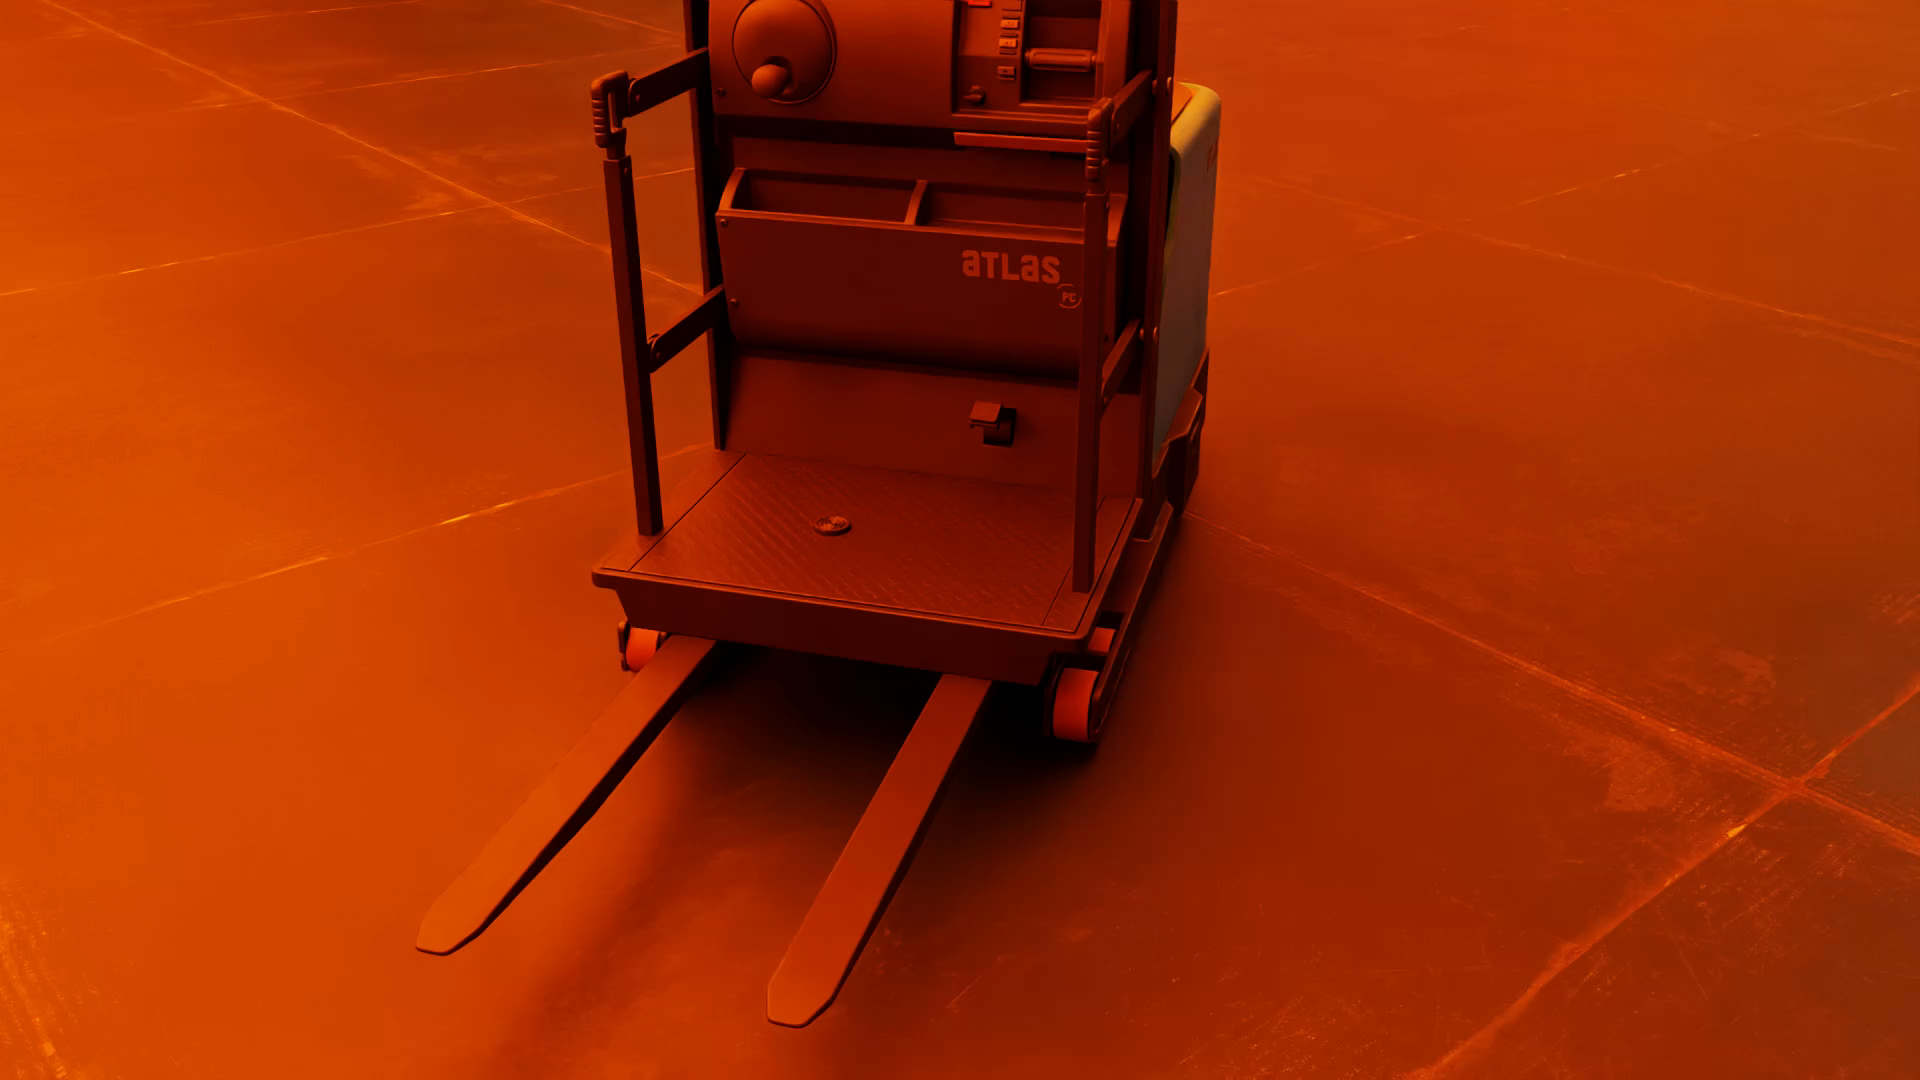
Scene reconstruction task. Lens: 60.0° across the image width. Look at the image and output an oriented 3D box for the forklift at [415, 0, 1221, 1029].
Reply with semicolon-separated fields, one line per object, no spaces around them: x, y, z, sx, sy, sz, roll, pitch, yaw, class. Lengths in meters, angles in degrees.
-0.147;-1.064;3.348;1.130;2.935;3.031;7;27;14;forklift
